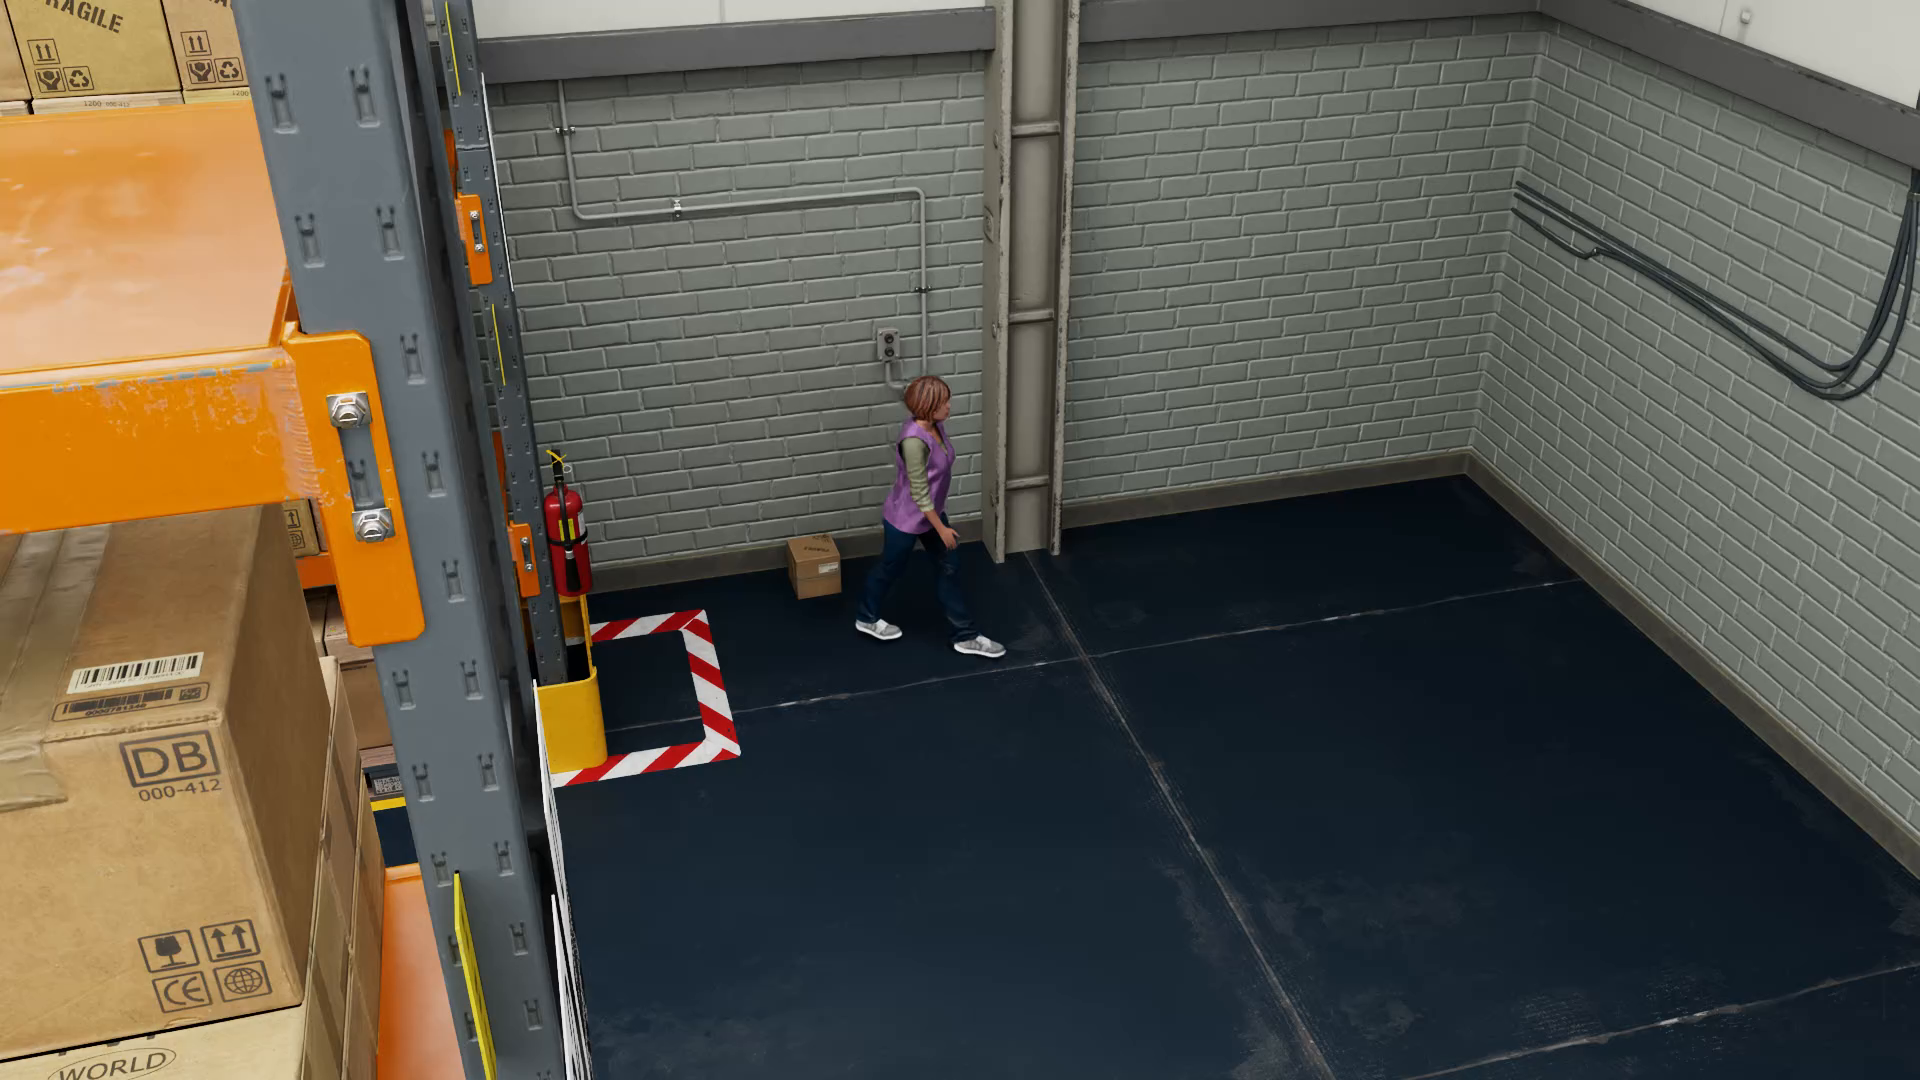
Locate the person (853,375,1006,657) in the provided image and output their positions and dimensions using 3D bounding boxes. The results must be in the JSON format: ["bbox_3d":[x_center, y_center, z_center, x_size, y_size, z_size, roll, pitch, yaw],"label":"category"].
[{"bbox_3d":[-0.166,-0.119,8.428,0.828,1.554,0.414,12,33,20],"label":"person"}]
